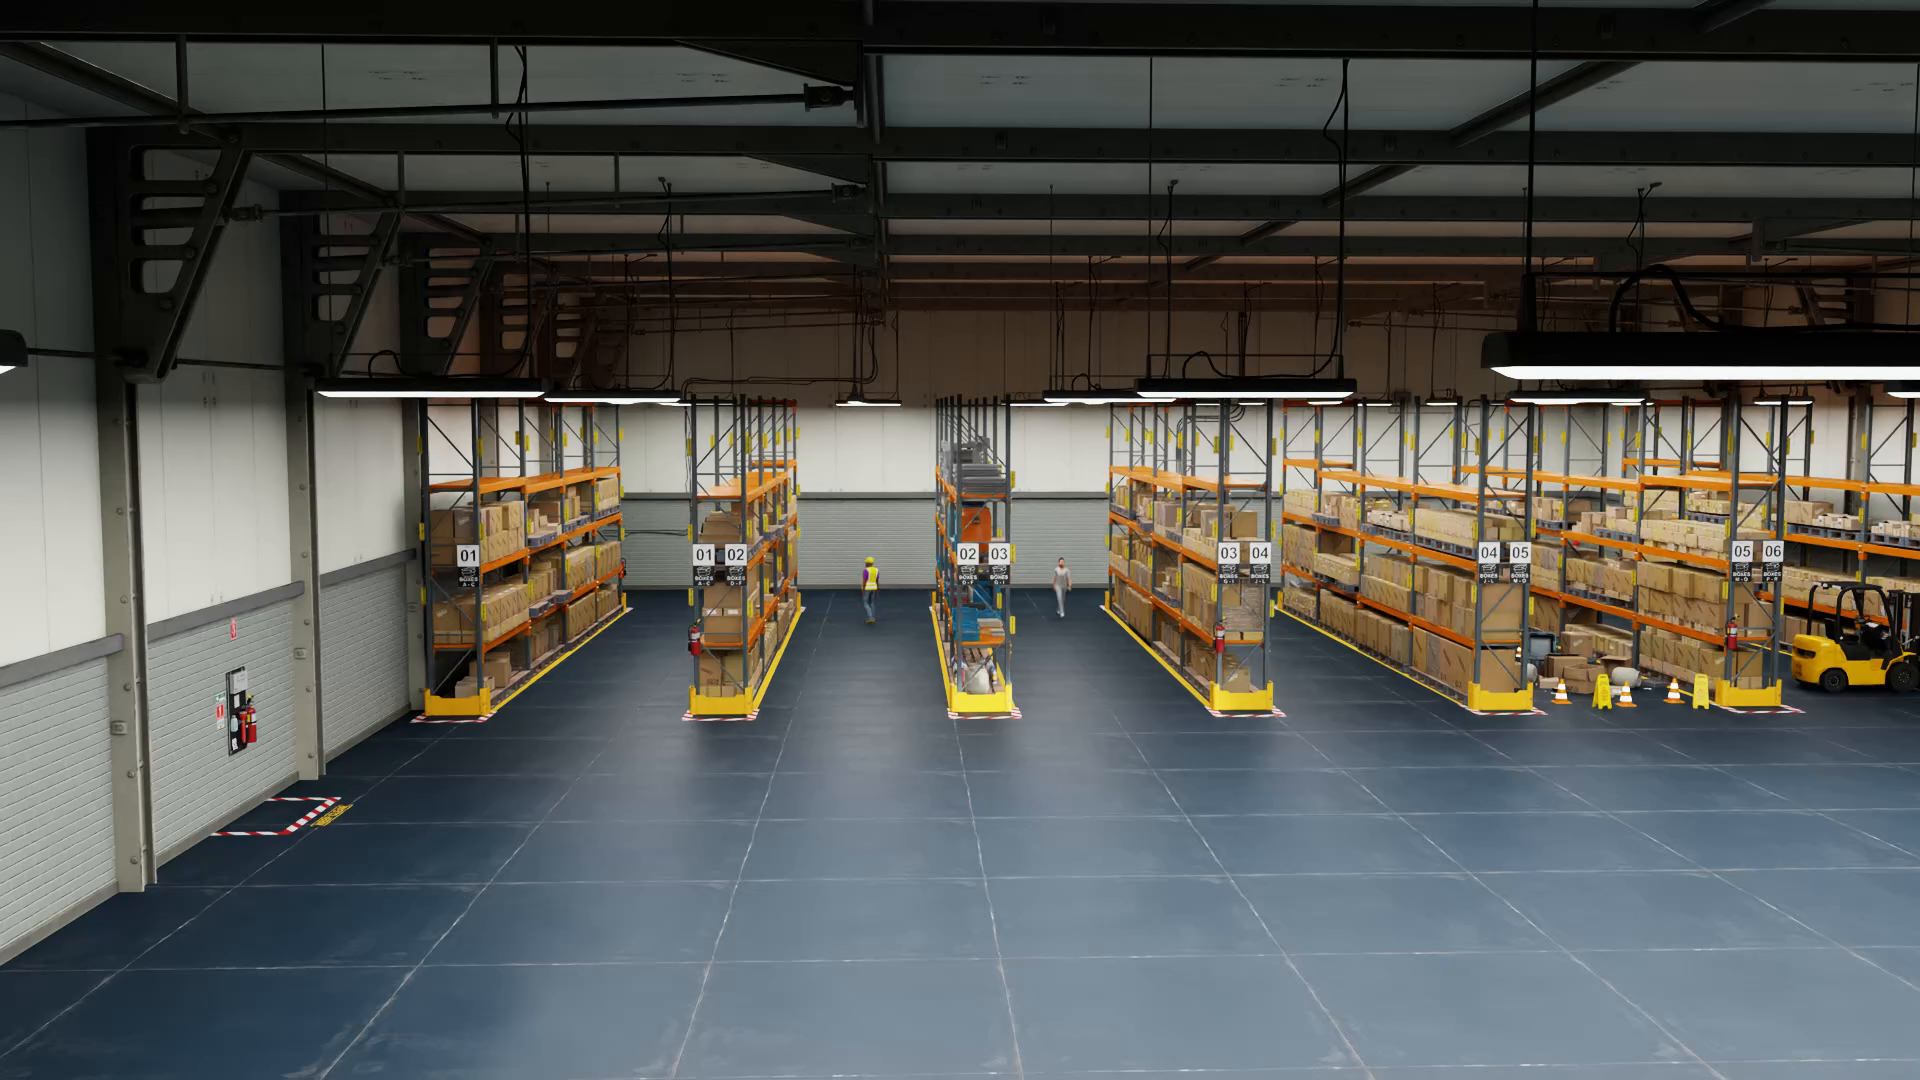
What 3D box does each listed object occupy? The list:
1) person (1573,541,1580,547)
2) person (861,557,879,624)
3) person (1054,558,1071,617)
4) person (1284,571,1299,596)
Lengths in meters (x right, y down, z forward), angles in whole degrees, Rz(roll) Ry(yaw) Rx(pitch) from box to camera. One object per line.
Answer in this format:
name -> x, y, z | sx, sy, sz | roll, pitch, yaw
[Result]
person -> 18.485, 0.903, 49.855 | 0.639, 1.731, 0.978 | 1, 5, 15
person -> -2.410, 1.367, 44.480 | 0.429, 1.818, 0.623 | 4, 6, 43
person -> 2.834, 1.295, 45.892 | 0.434, 1.604, 1.084 | -1, 5, -13
person -> 10.048, 0.837, 50.665 | 0.667, 1.776, 0.573 | -1, 5, -8
